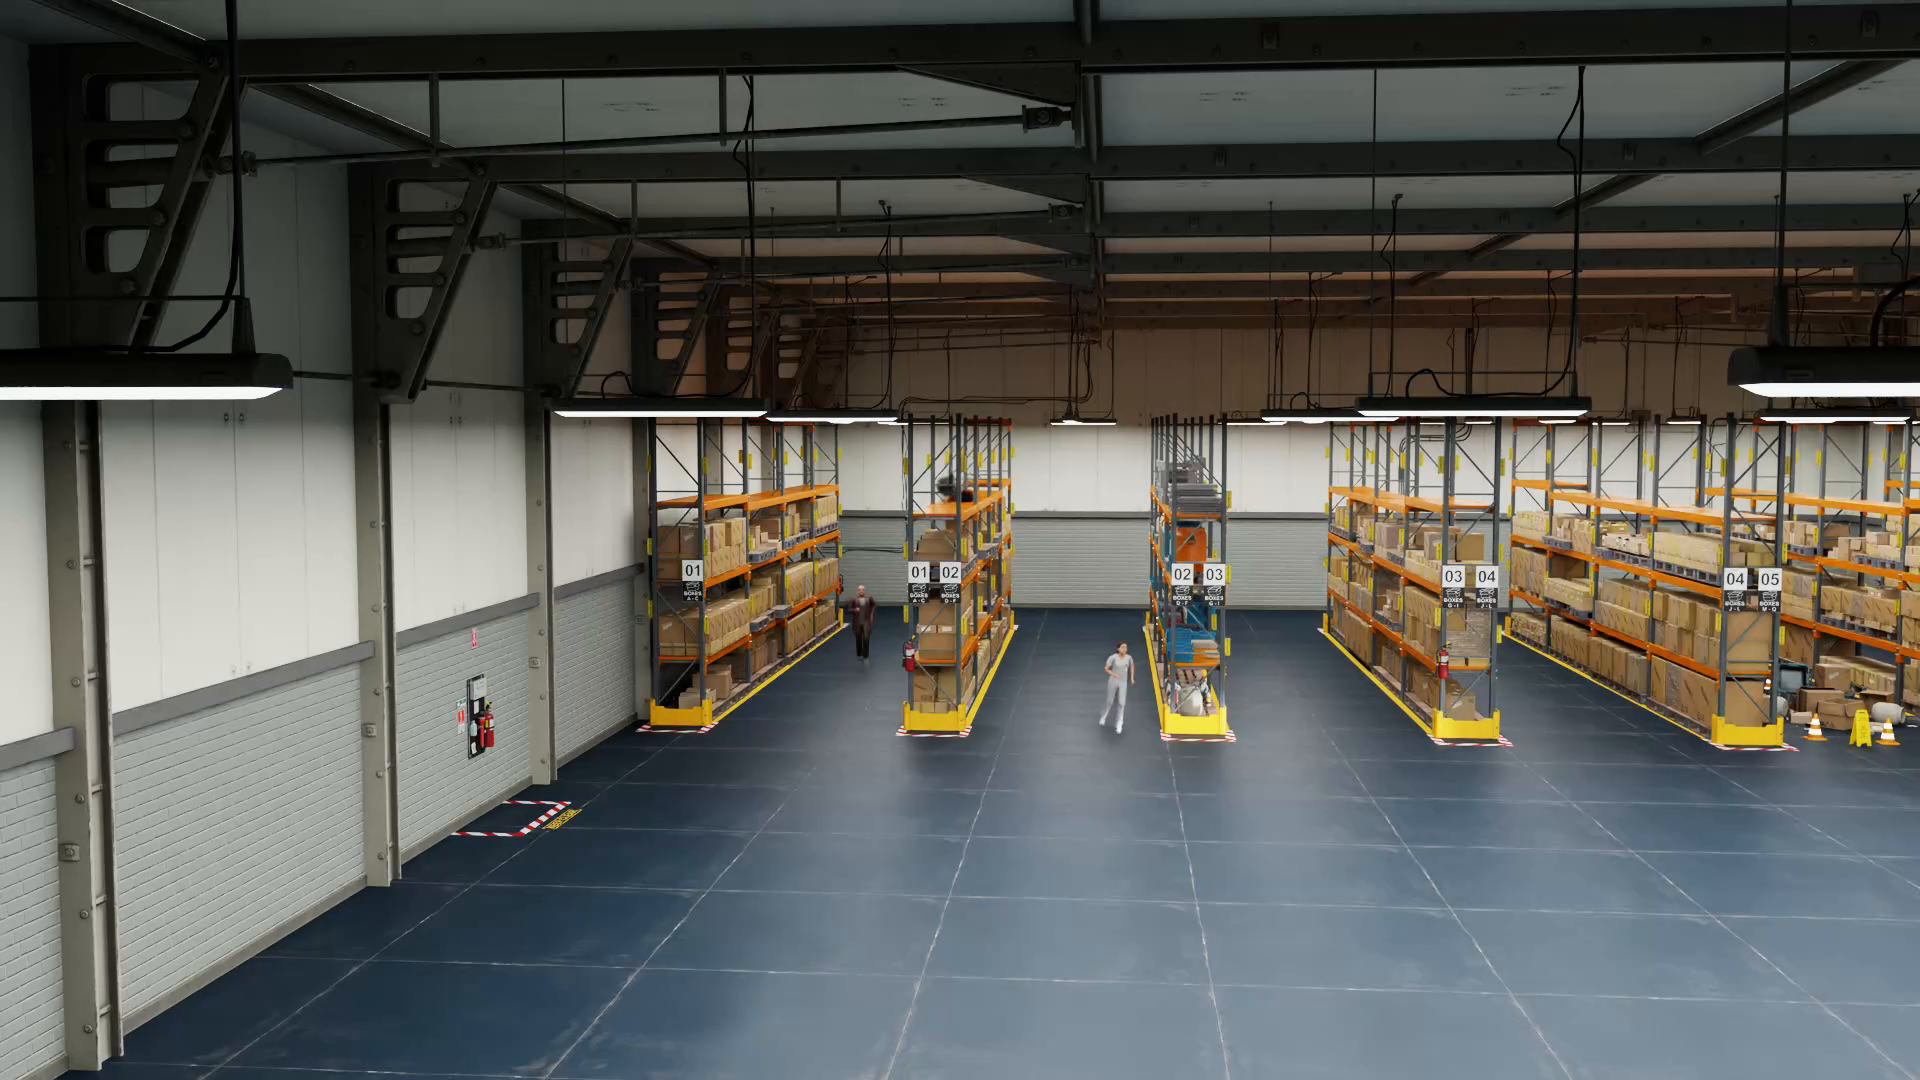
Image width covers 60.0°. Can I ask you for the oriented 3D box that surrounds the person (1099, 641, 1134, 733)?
[{"bbox_3d":[3.026,2.760,31.619,0.641,1.697,0.869,-1,4,-9],"label":"person"}]

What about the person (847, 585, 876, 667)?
[{"bbox_3d":[-2.289,2.004,38.891,0.685,1.882,0.773,0,4,-5],"label":"person"}]

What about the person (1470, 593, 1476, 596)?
[{"bbox_3d":[14.205,1.846,46.486,0.587,1.507,0.501,2,4,31],"label":"person"}]
